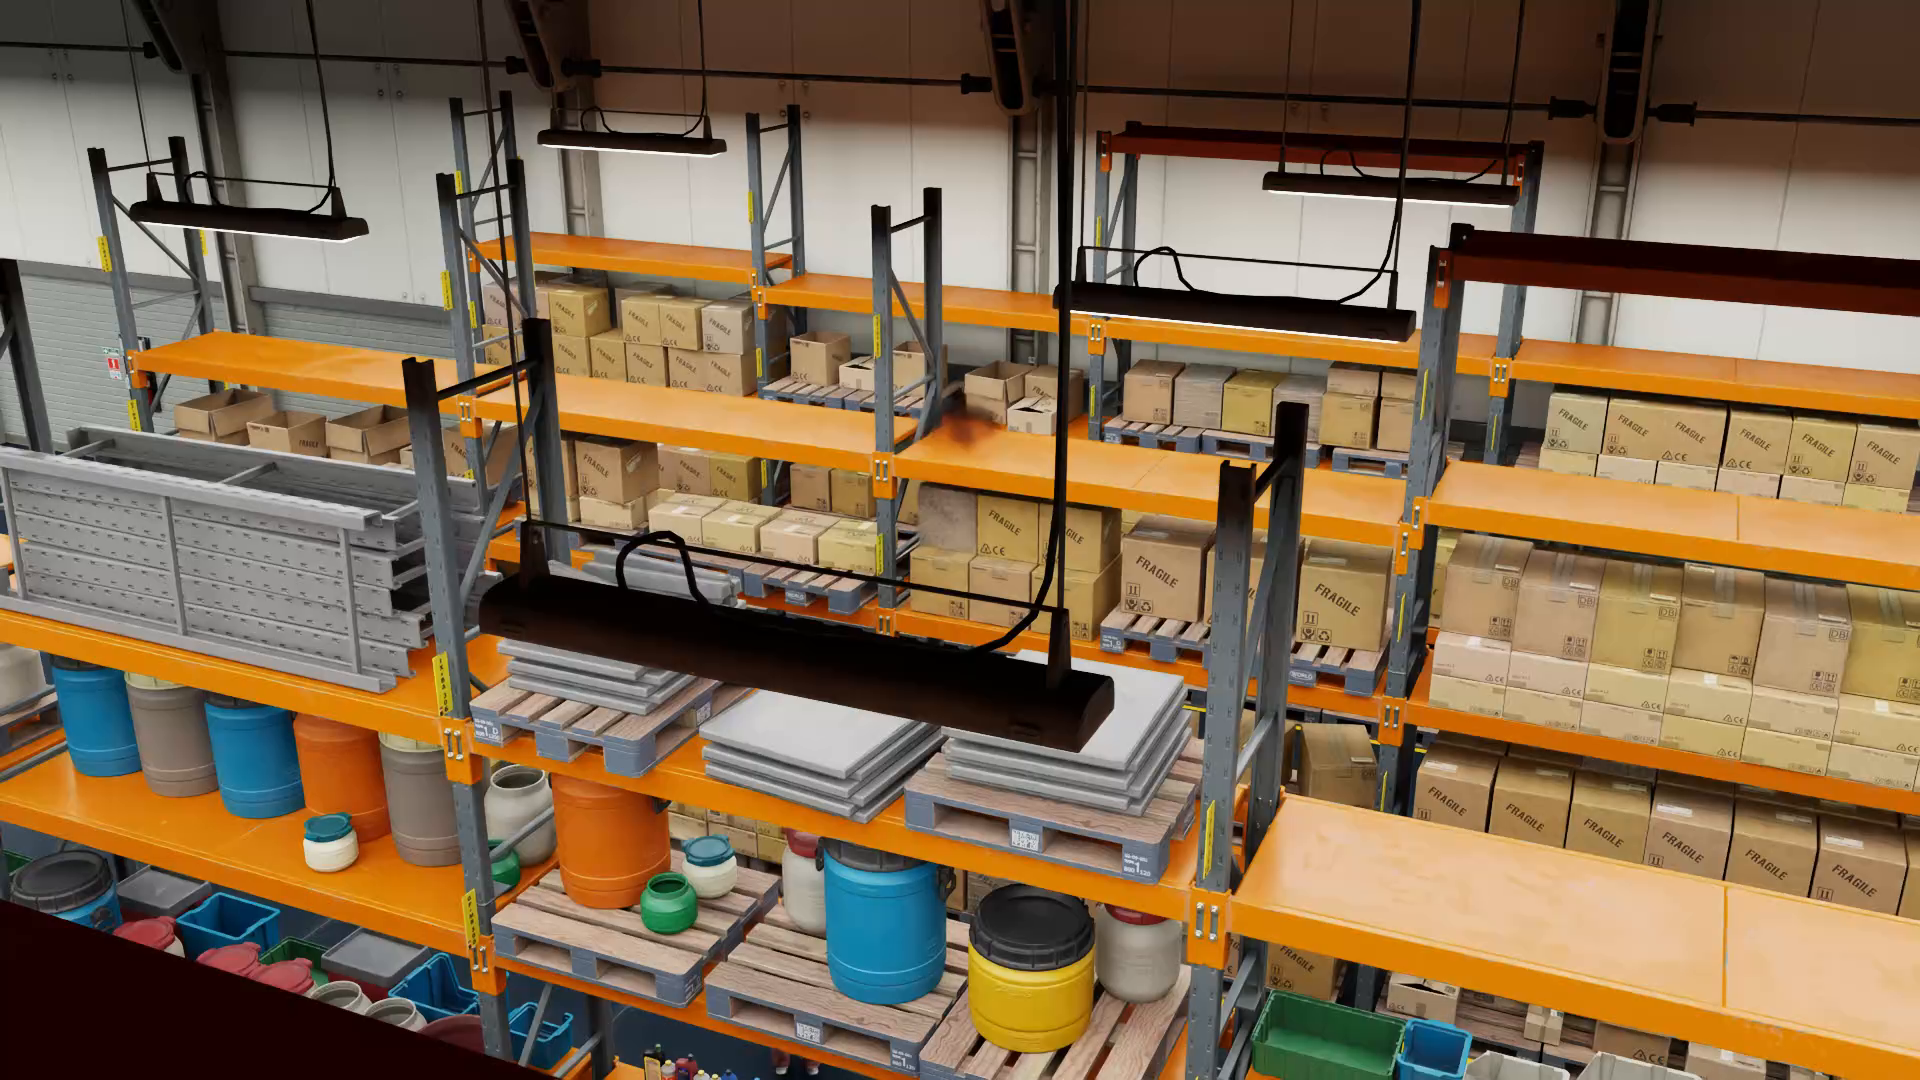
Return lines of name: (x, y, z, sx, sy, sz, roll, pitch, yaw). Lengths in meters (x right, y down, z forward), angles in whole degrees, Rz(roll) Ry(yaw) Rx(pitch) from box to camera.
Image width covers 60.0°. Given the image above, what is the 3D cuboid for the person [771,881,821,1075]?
person: (-1.208, 3.137, 12.004, 0.484, 1.664, 0.444, -2, 21, -5)
